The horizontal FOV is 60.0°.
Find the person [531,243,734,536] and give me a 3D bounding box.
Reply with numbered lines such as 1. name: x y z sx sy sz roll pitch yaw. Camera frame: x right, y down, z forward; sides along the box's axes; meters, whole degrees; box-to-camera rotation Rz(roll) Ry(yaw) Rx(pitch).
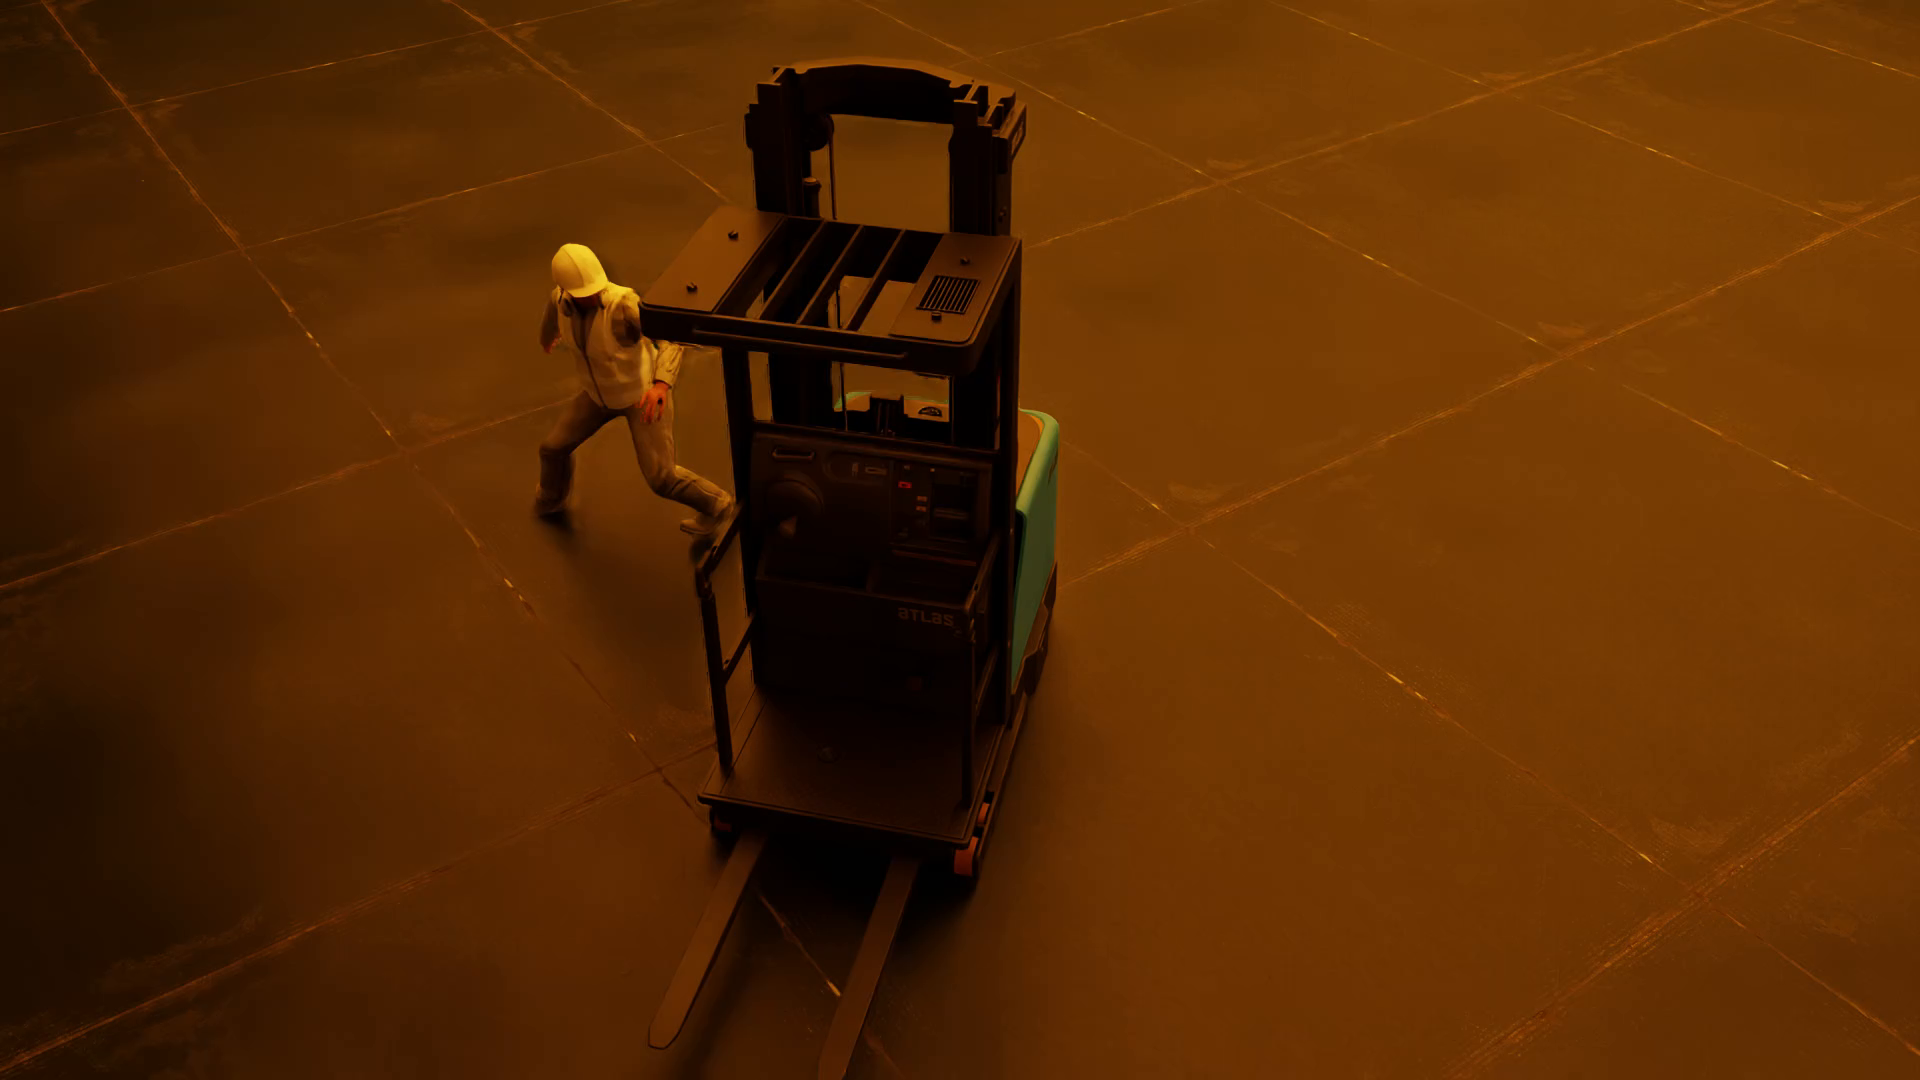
1. person: -1.729 -0.710 8.094 1.116 1.715 0.539 21 41 26

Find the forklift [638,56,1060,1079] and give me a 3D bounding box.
1. forklift: -0.388 -0.095 6.074 1.130 2.935 3.031 8 37 11
